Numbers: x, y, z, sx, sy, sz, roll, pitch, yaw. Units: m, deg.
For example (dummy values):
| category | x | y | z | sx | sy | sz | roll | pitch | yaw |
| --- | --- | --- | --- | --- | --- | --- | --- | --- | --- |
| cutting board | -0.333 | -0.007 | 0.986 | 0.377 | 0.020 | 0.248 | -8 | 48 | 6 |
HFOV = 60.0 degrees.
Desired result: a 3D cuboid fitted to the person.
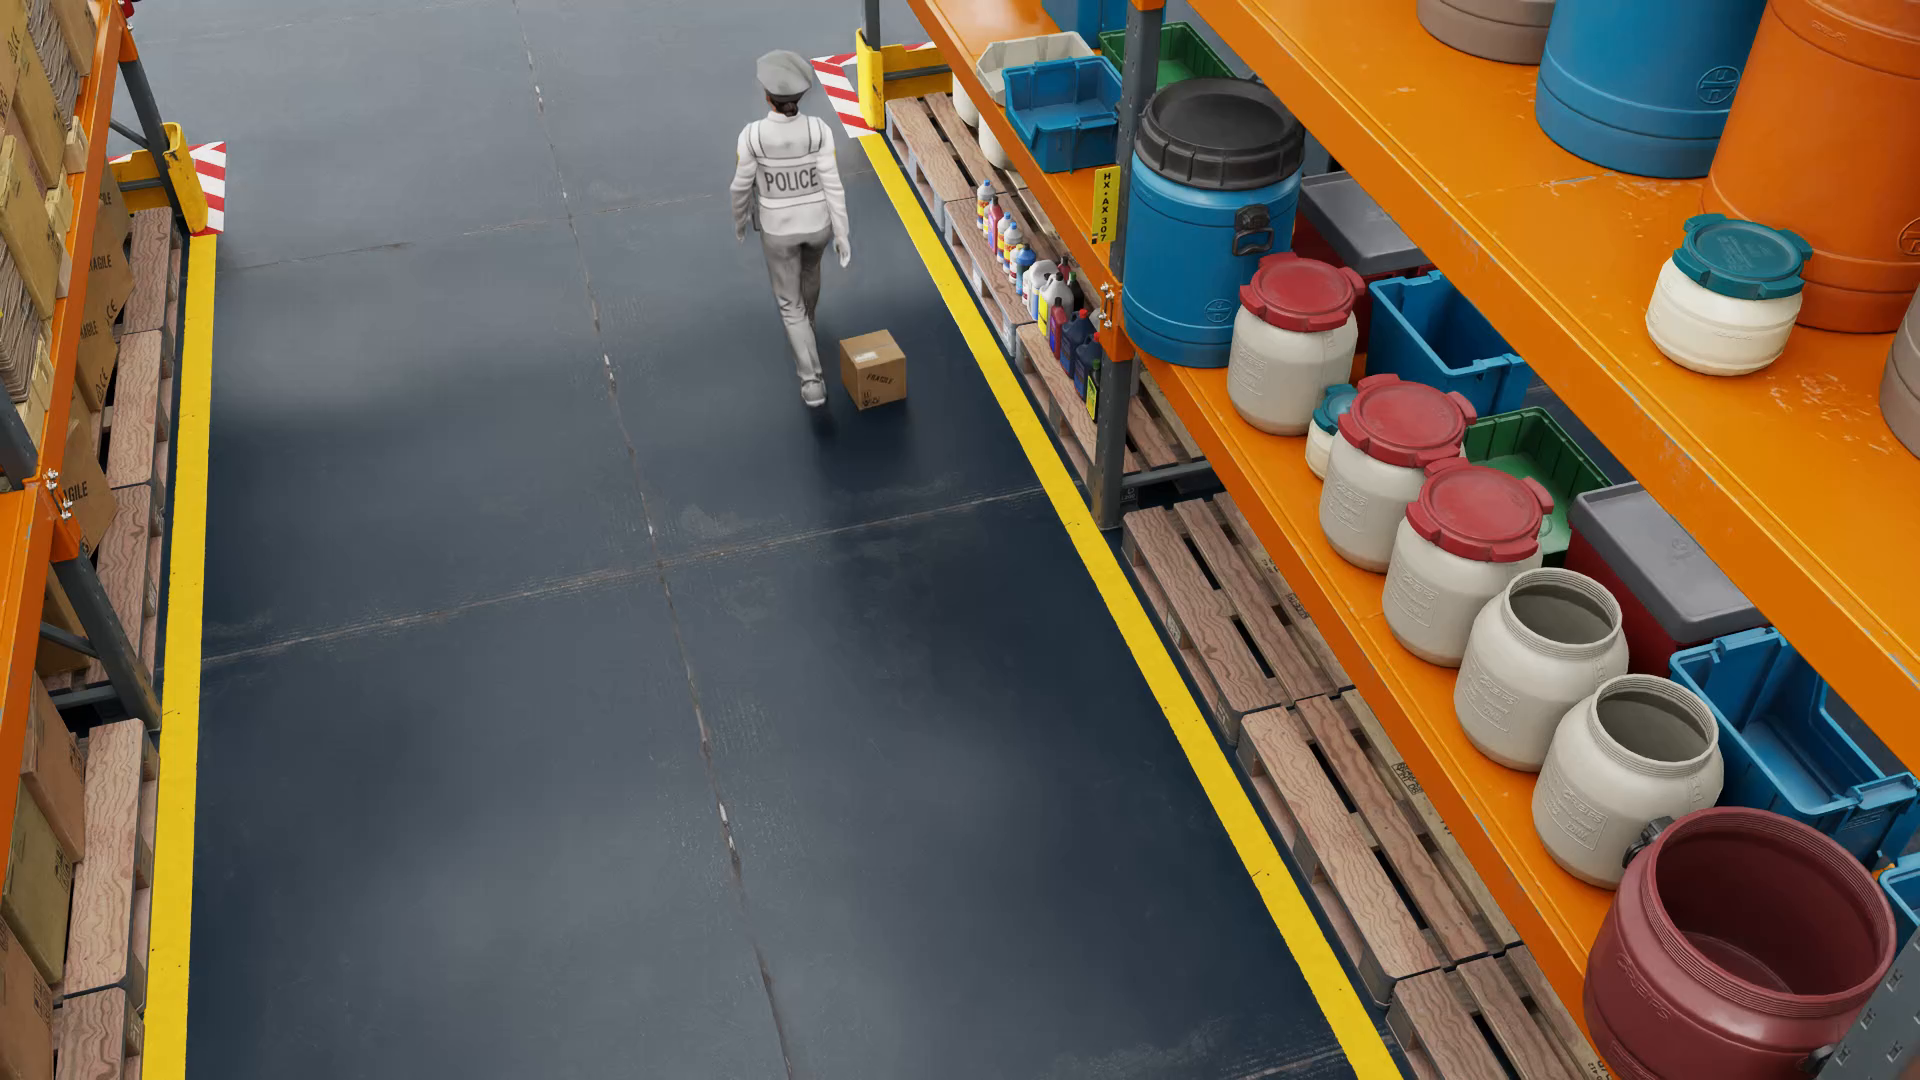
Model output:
| category | x | y | z | sx | sy | sz | roll | pitch | yaw |
| --- | --- | --- | --- | --- | --- | --- | --- | --- | --- |
| person | -0.793 | -1.478 | 7.763 | 0.513 | 1.622 | 1.050 | -11 | 44 | -12 |
